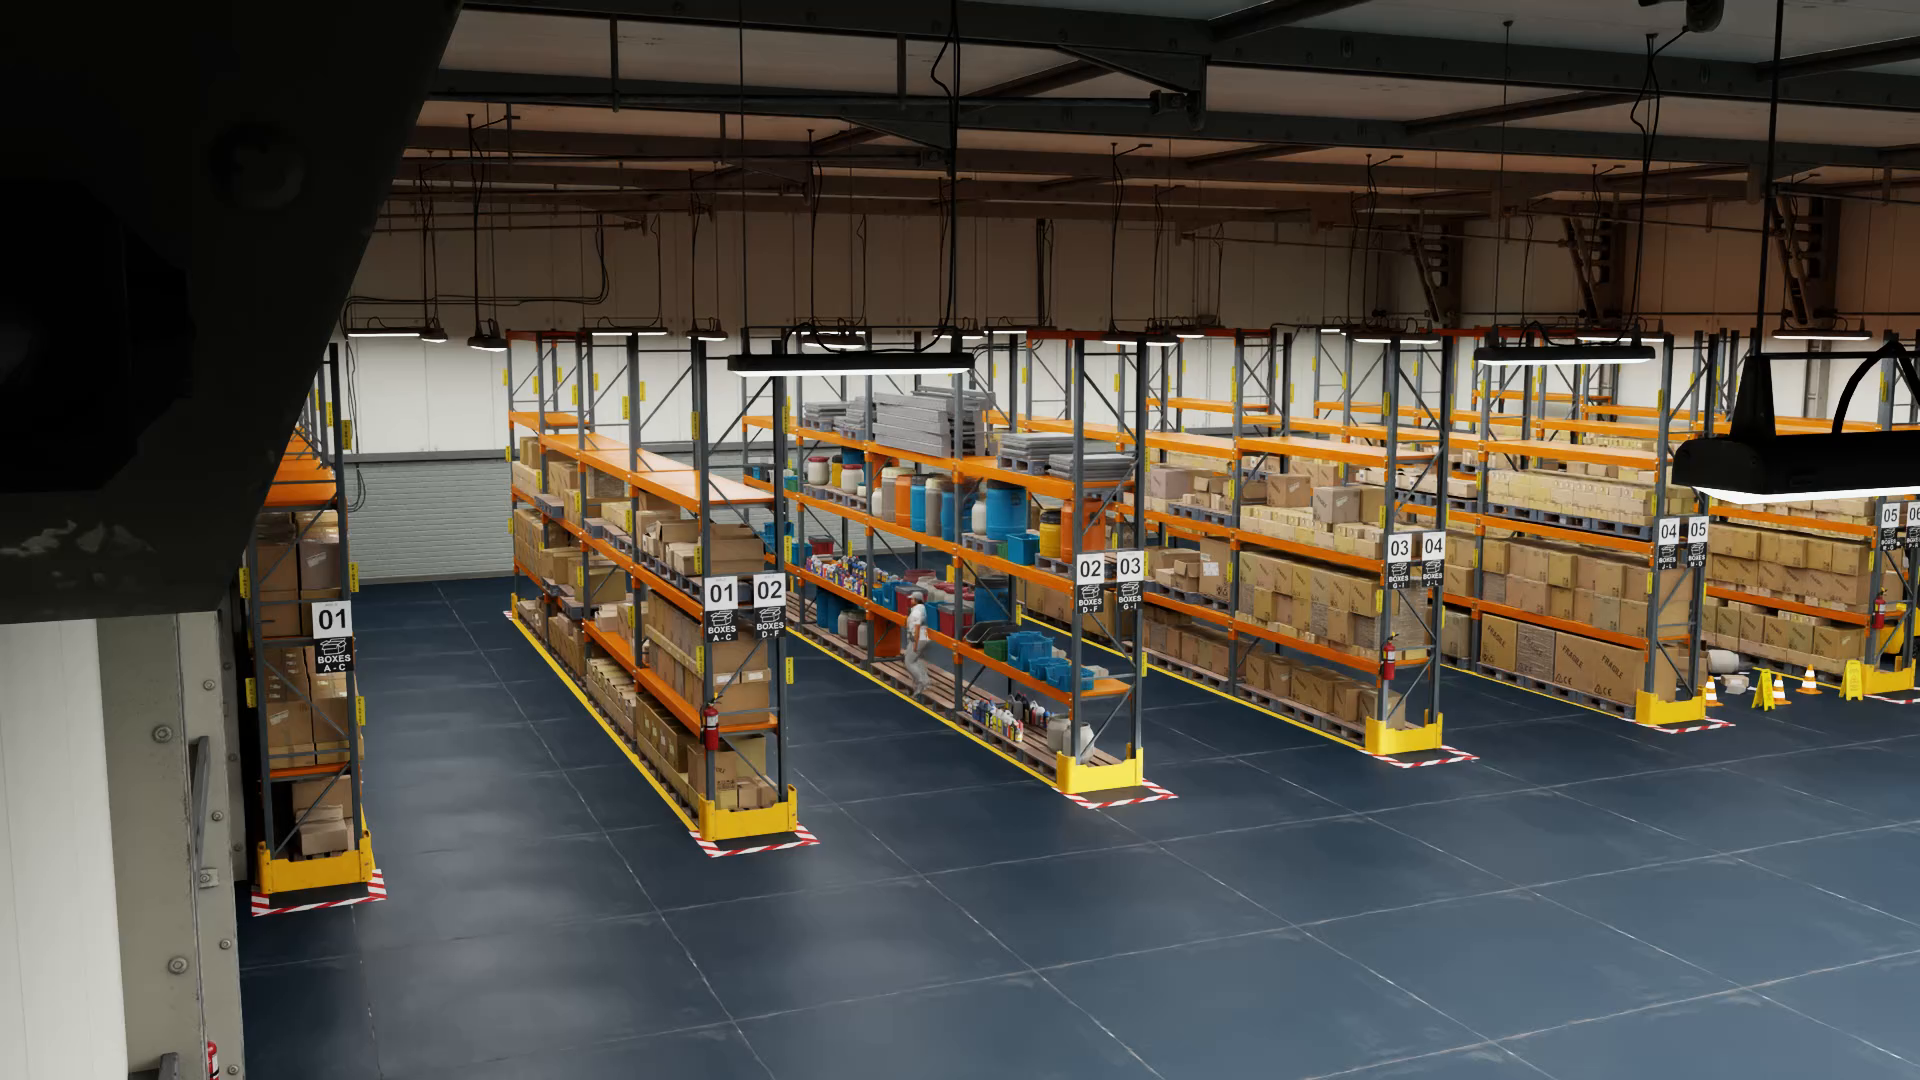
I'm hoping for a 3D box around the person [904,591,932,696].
[{"bbox_3d":[-0.658,1.658,26.885,0.432,1.681,0.505,3,8,23],"label":"person"}]

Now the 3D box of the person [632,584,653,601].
[{"bbox_3d":[-6.901,0.567,36.109,0.568,1.718,1.079,-4,9,-25],"label":"person"}]
